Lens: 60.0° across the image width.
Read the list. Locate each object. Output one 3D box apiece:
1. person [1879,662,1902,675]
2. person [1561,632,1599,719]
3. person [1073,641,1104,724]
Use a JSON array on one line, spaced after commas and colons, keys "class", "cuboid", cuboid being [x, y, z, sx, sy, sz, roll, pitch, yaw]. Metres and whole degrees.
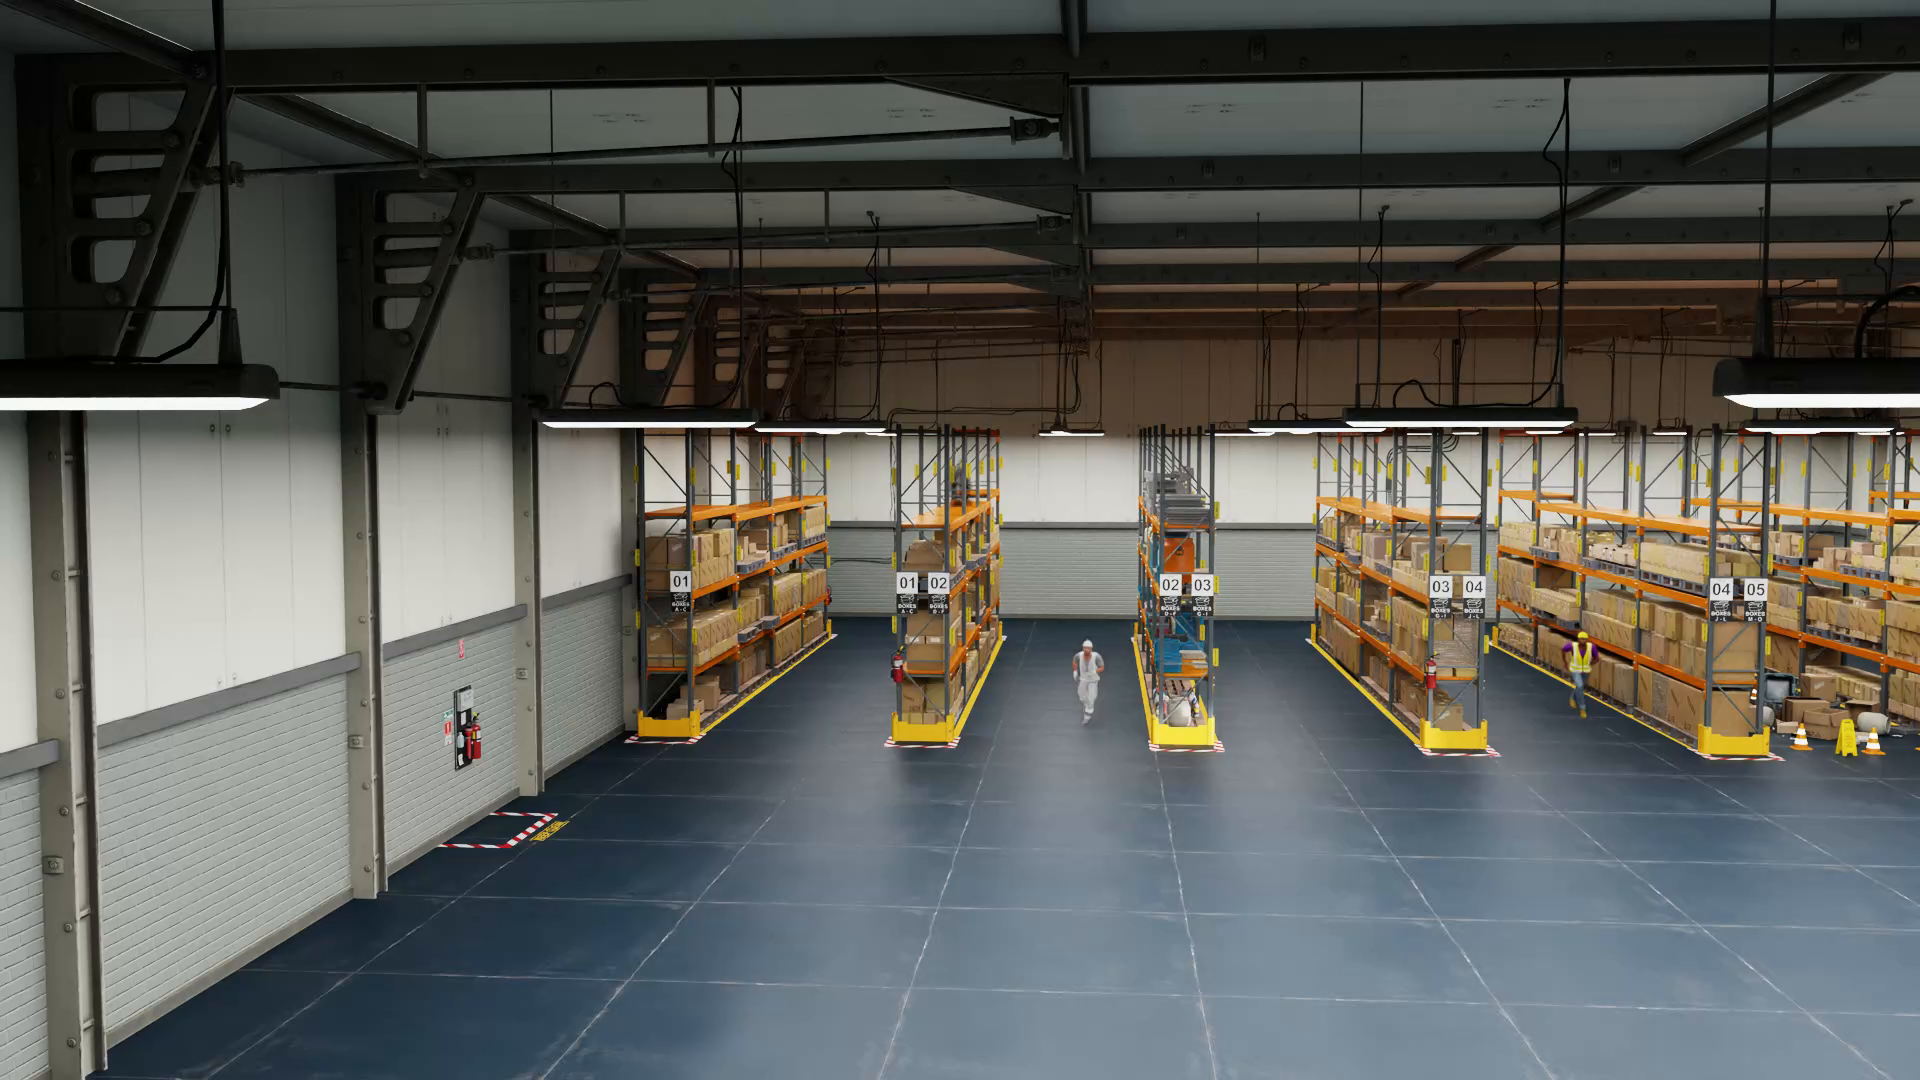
[{"class": "person", "cuboid": [22.396, 2.392, 40.081, 0.692, 1.796, 0.889, 0, 3, -3]}, {"class": "person", "cuboid": [12.860, 2.760, 34.515, 0.699, 1.769, 1.082, 0, 3, 1]}, {"class": "person", "cuboid": [2.560, 2.851, 33.323, 0.650, 1.706, 0.738, 1, 4, 10]}]
